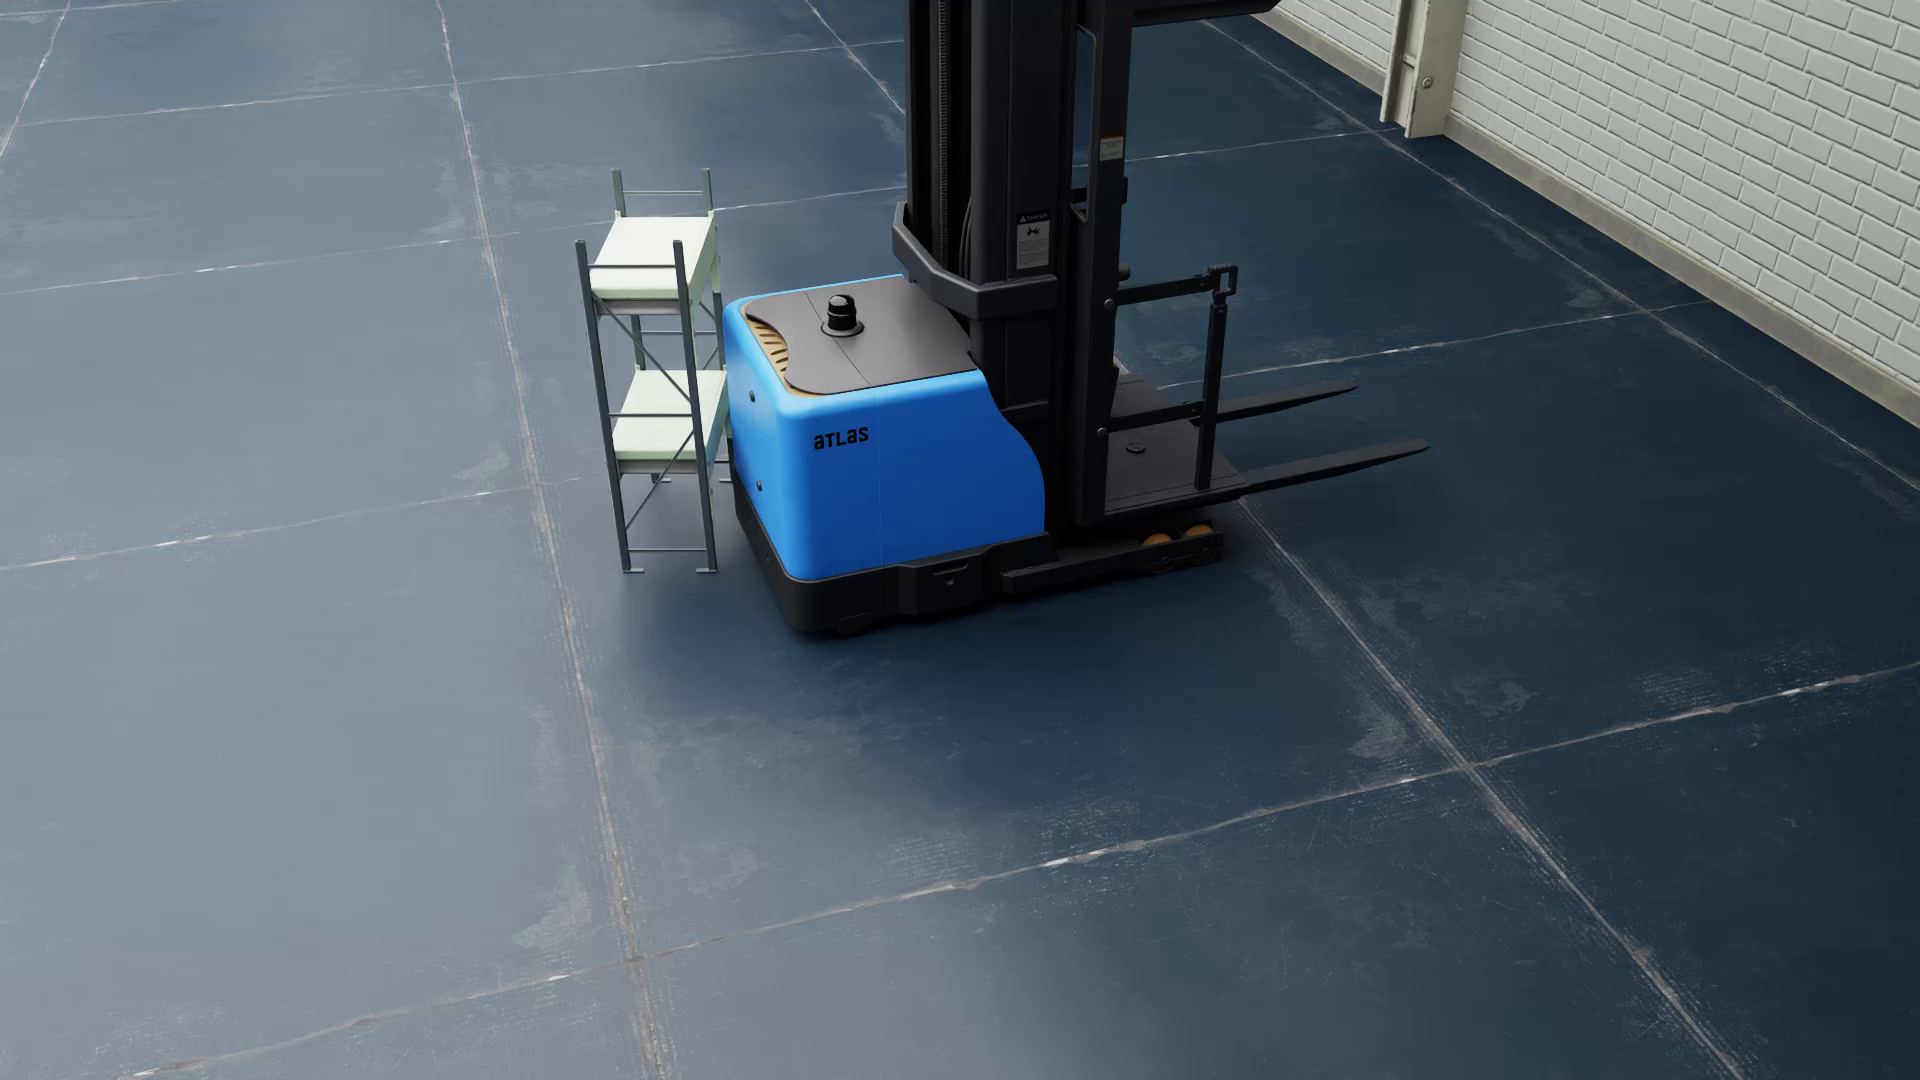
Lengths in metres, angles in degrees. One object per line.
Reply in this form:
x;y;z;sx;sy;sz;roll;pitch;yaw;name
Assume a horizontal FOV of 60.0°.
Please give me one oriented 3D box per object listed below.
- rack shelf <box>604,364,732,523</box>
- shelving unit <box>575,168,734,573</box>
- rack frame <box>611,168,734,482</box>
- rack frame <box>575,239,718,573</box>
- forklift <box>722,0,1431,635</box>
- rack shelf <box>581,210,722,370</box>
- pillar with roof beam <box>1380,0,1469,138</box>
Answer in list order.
-1.227;-0.423;7.118;0.431;0.370;0.720;0;33;1;rack shelf
-1.229;-0.695;6.938;0.431;1.500;0.755;0;33;1;shelving unit
-1.225;-0.897;7.243;0.400;1.500;0.023;0;33;1;rack frame
-1.234;-0.493;6.633;0.400;1.500;0.023;0;33;1;rack frame
0.587;-1.343;6.624;3.031;2.935;1.130;-12;35;-17;forklift
-1.232;-1.021;6.723;0.431;0.370;0.720;0;33;1;rack shelf
-0.934;-5.921;8.047;9.100;9.000;0.400;-10;35;-15;pillar with roof beam
